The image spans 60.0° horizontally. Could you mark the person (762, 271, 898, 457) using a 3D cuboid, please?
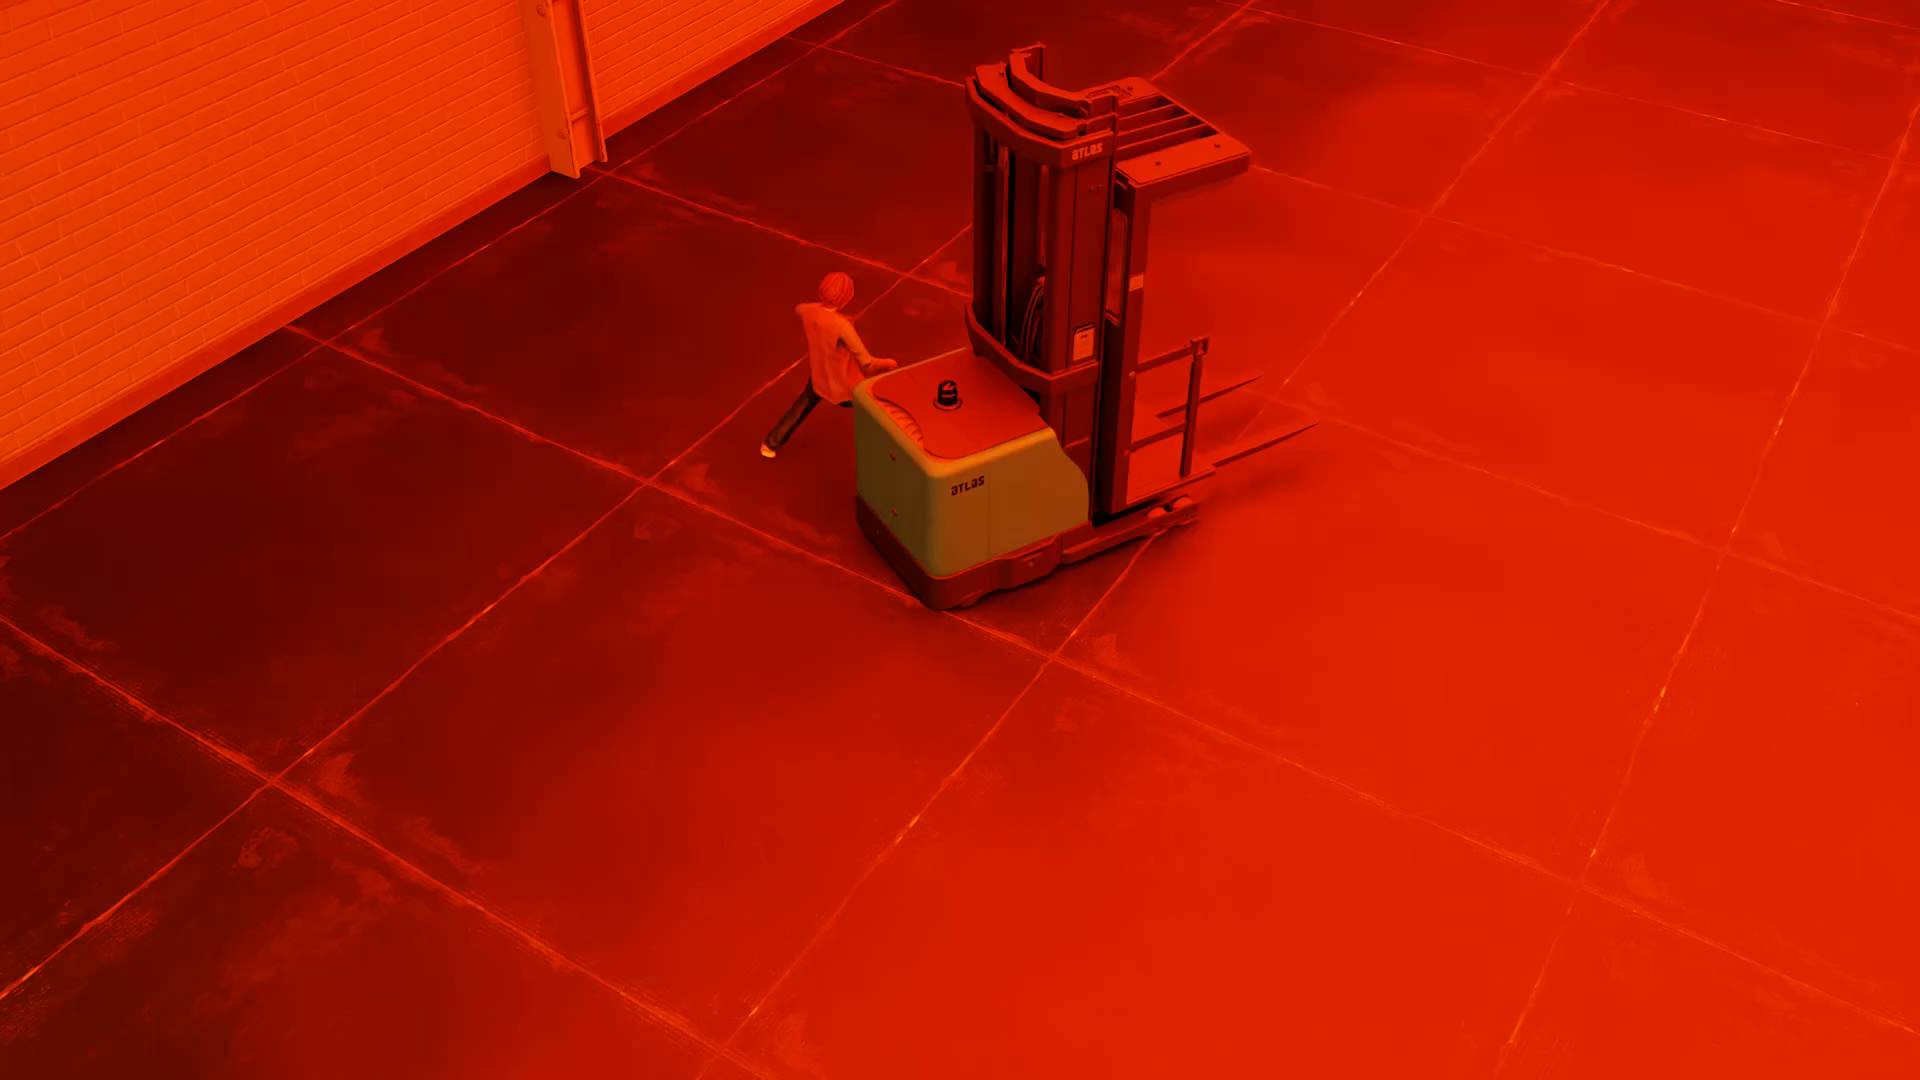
[{"bbox_3d":[-0.719,-1.082,10.436,0.992,1.405,0.899,32,50,32],"label":"person"}]

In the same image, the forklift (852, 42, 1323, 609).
[{"bbox_3d":[0.891,-1.424,9.647,3.031,2.935,1.130,-21,45,-23],"label":"forklift"}]
